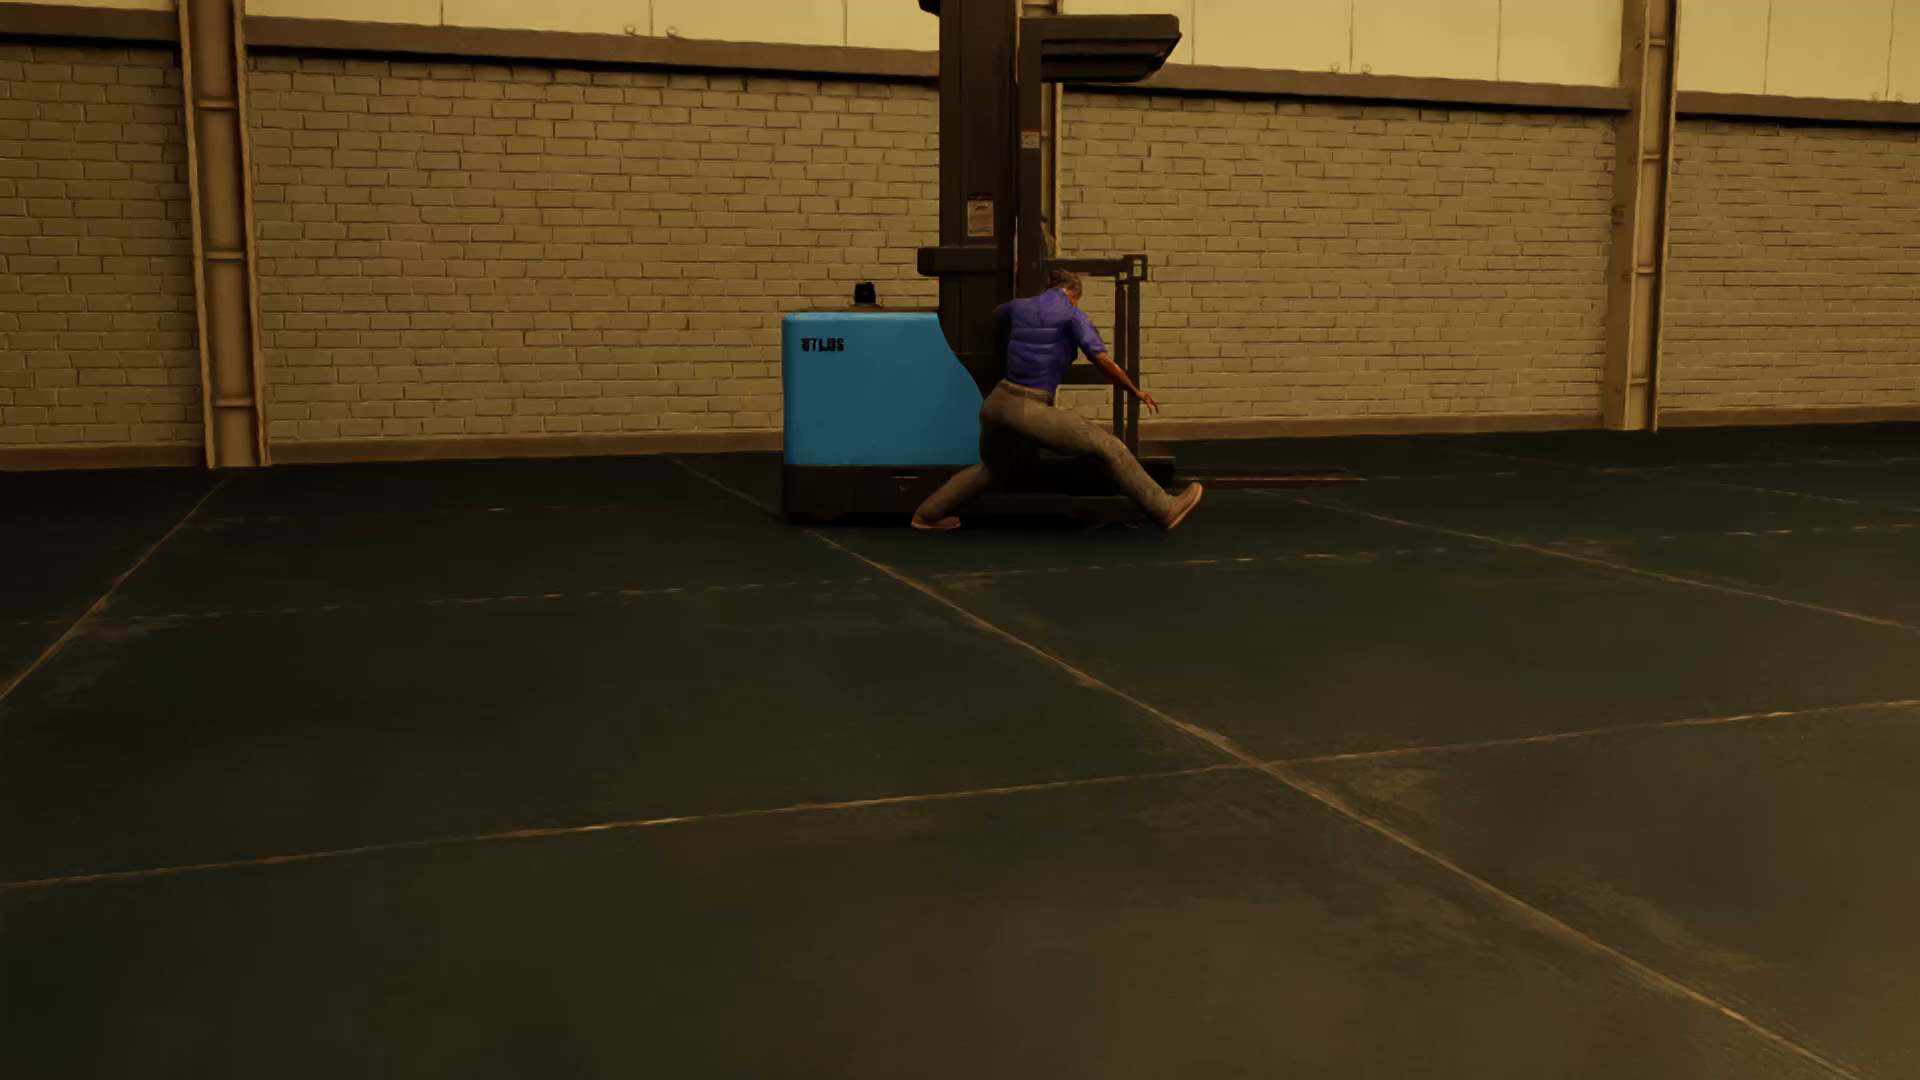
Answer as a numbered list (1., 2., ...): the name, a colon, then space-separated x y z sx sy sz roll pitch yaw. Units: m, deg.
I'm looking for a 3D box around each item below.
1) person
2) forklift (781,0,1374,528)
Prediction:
1. person: 0.457 -0.660 8.050 0.973 1.288 1.144 -6 10 -37
2. forklift: 0.613 -1.586 8.706 3.031 2.935 1.130 0 8 1
